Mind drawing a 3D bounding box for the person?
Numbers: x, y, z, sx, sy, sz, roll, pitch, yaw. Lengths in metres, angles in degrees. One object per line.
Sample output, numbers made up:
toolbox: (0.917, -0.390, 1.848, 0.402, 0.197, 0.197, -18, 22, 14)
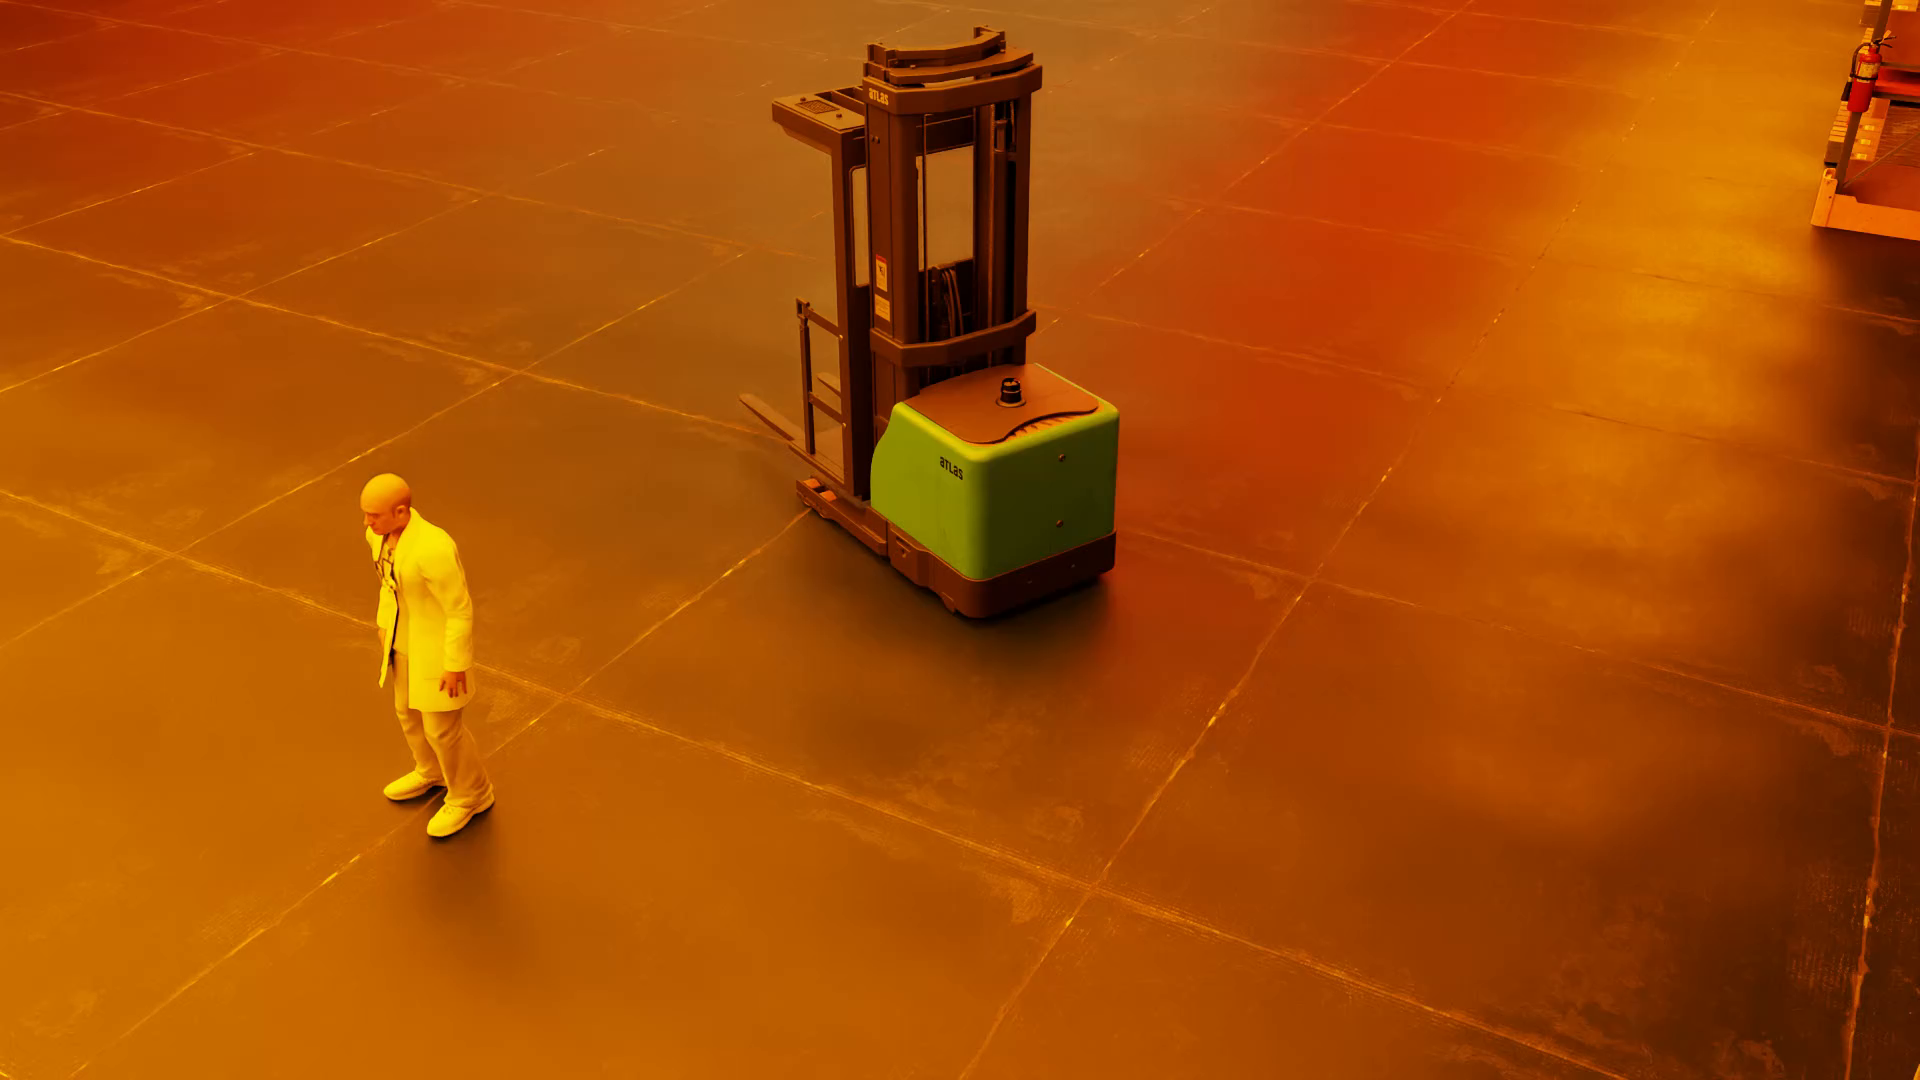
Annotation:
person: (-2.389, 0.479, 7.401, 0.643, 1.772, 0.435, 25, 38, 36)

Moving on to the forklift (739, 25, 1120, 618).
forklift: (-0.360, -1.528, 9.717, 1.130, 2.935, 3.031, -19, 35, -30)
